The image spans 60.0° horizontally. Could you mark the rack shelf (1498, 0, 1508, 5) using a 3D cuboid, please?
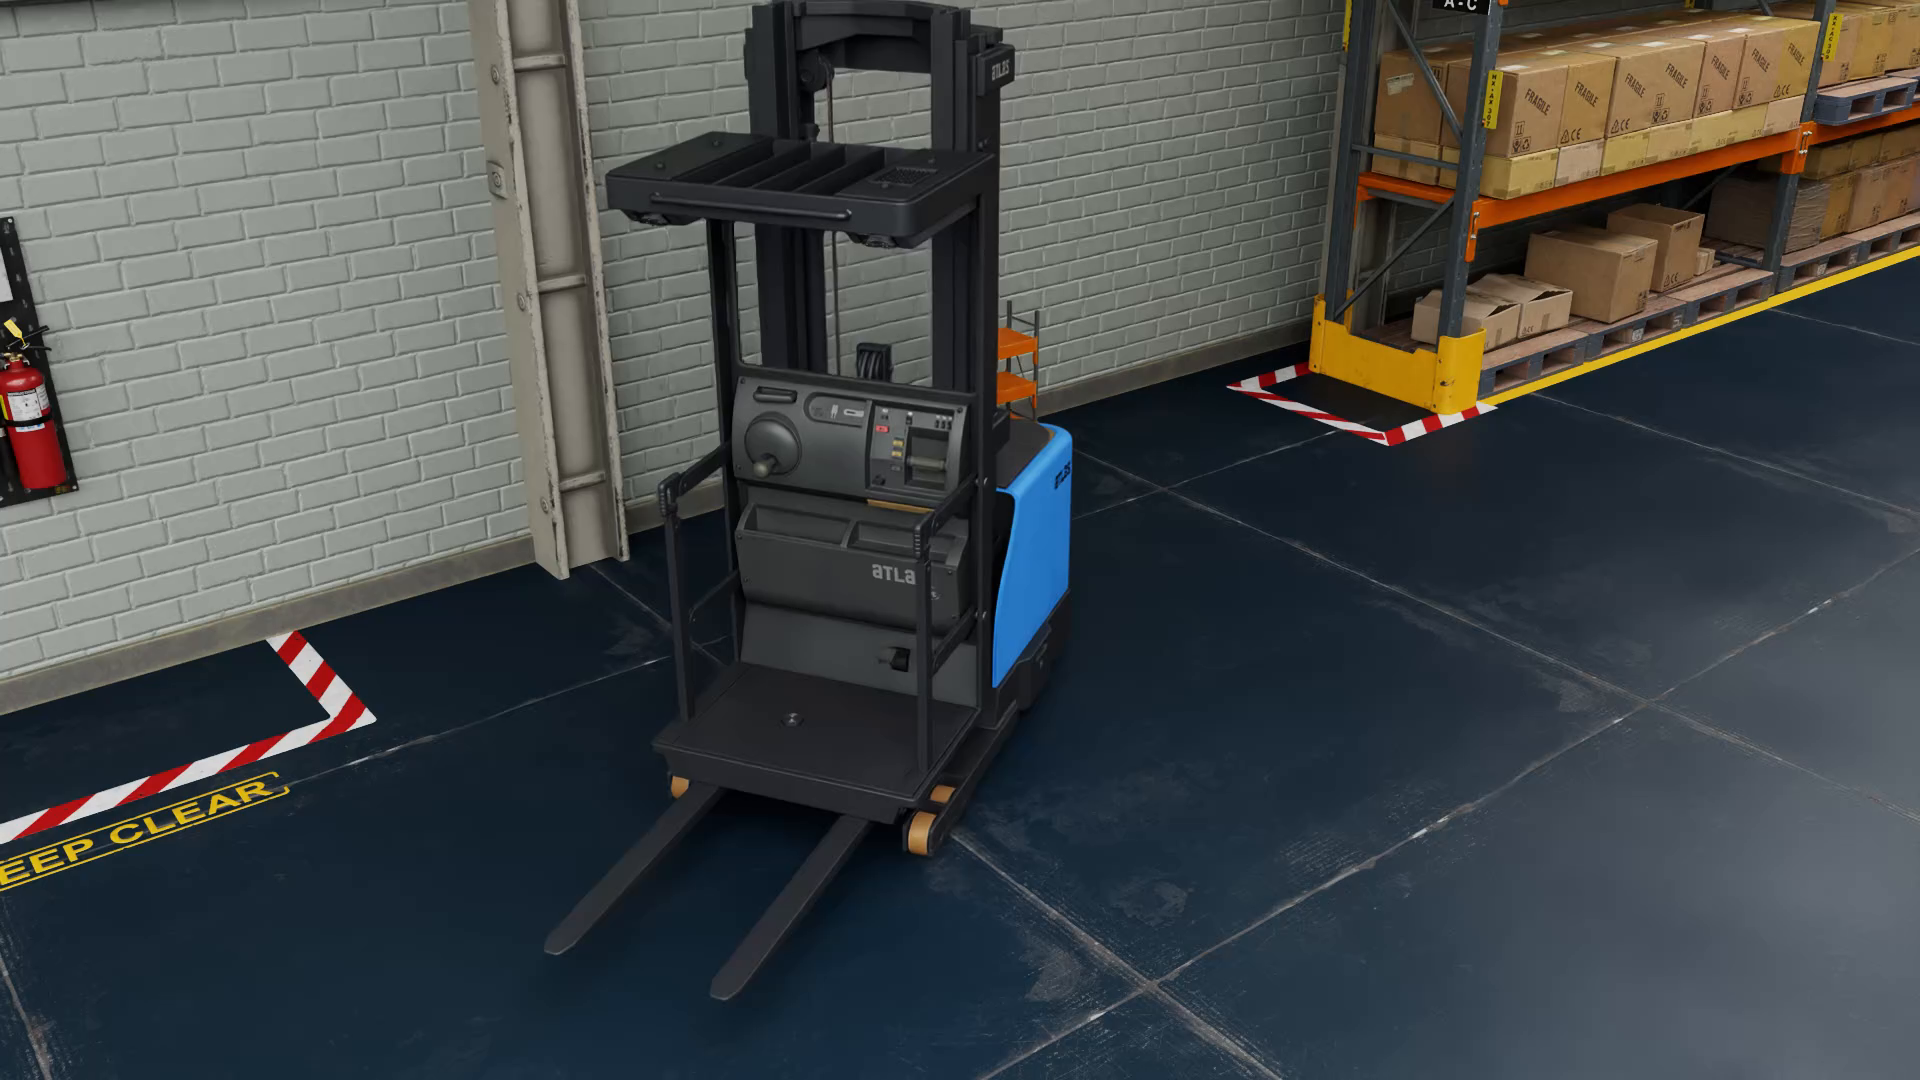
[{"bbox_3d":[4.337,-3.907,10.896,4.000,0.370,1.077,-18,31,-34],"label":"rack shelf"}]

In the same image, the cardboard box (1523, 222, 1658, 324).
[{"bbox_3d":[4.420,-1.890,11.707,0.500,0.500,0.700,-21,32,-37],"label":"cardboard box"}]

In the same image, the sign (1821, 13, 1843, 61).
[{"bbox_3d":[6.252,-3.607,11.930,0.005,0.325,0.100,-18,31,-34],"label":"sign"}]

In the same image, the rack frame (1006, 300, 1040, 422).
[{"bbox_3d":[0.322,-0.651,8.727,0.015,1.200,0.240,-18,31,-34],"label":"rack frame"}]

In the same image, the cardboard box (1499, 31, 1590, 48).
[{"bbox_3d":[3.810,-3.090,11.108,0.500,0.500,0.500,-19,31,-35],"label":"cardboard box"}]

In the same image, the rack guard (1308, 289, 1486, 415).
[{"bbox_3d":[2.823,-1.239,10.825,0.348,0.500,1.175,-18,31,-34],"label":"rack guard"}]

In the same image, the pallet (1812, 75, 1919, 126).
[{"bbox_3d":[6.602,-3.455,12.859,1.213,0.211,1.003,-18,31,-34],"label":"pallet"}]

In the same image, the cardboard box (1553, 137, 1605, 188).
[{"bbox_3d":[3.743,-2.455,10.631,0.500,0.250,0.500,-19,31,-36],"label":"cardboard box"}]

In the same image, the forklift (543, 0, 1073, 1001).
[{"bbox_3d":[-0.494,-0.347,6.016,1.130,2.935,3.031,9,26,19],"label":"forklift"}]

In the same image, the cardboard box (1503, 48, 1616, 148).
[{"bbox_3d":[3.720,-2.783,10.448,0.500,0.500,0.500,-18,30,-34],"label":"cardboard box"}]

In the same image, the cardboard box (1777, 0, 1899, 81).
[{"bbox_3d":[6.777,-3.900,12.950,0.500,0.500,0.700,-15,29,-29],"label":"cardboard box"}]

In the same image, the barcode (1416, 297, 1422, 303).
[{"bbox_3d":[3.131,-1.624,11.346,0.075,0.075,0.001,-18,31,-34],"label":"barcode"}]

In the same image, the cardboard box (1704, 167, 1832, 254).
[{"bbox_3d":[6.480,-2.654,13.353,0.500,0.500,0.700,-17,30,-32],"label":"cardboard box"}]

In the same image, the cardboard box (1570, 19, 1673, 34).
[{"bbox_3d":[4.607,-3.359,11.689,0.500,0.500,0.500,-17,30,-33],"label":"cardboard box"}]

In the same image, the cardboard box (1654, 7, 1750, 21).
[{"bbox_3d":[5.412,-3.620,12.251,0.500,0.500,0.500,-19,31,-35],"label":"cardboard box"}]

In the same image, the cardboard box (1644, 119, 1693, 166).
[{"bbox_3d":[4.547,-2.716,11.193,0.500,0.250,0.500,-18,30,-34],"label":"cardboard box"}]

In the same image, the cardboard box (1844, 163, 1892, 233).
[{"bbox_3d":[7.282,-2.924,13.934,0.500,0.500,0.700,-18,30,-33],"label":"cardboard box"}]

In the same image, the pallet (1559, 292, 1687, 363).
[{"bbox_3d":[4.444,-1.622,11.994,1.213,0.211,1.003,-18,31,-34],"label":"pallet"}]

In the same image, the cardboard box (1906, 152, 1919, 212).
[{"bbox_3d":[8.047,-3.197,14.522,0.500,0.500,0.700,-18,31,-34],"label":"cardboard box"}]

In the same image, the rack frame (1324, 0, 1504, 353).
[{"bbox_3d":[2.763,-2.353,10.256,0.127,3.000,1.000,-18,31,-34],"label":"rack frame"}]

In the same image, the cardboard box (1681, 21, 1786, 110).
[{"bbox_3d":[5.341,-3.316,11.596,0.500,0.500,0.500,-18,31,-34],"label":"cardboard box"}]

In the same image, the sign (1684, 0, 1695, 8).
[{"bbox_3d":[5.566,-4.100,12.645,0.005,0.325,0.100,-18,31,-34],"label":"sign"}]

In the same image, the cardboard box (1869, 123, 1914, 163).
[{"bbox_3d":[7.635,-3.370,14.004,0.500,0.250,0.500,-18,31,-34],"label":"cardboard box"}]

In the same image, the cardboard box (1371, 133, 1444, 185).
[{"bbox_3d":[3.012,-2.479,10.684,0.500,0.250,0.500,-18,30,-33],"label":"cardboard box"}]

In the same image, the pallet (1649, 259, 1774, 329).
[{"bbox_3d":[5.404,-1.941,12.681,1.213,0.211,1.003,-18,31,-34],"label":"pallet"}]

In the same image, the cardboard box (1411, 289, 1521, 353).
[{"bbox_3d":[3.363,-1.483,11.053,0.500,0.311,0.500,-23,33,-40],"label":"cardboard box"}]

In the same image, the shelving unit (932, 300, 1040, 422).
[{"bbox_3d":[0.130,-0.587,8.590,0.503,1.200,0.258,-18,31,-34],"label":"shelving unit"}]

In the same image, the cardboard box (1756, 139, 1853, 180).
[{"bbox_3d":[6.824,-3.110,13.444,0.500,0.250,0.500,-19,31,-35],"label":"cardboard box"}]

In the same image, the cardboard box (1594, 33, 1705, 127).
[{"bbox_3d":[4.529,-3.054,11.030,0.500,0.500,0.500,-17,30,-32],"label":"cardboard box"}]

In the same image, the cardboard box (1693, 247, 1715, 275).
[{"bbox_3d":[5.509,-2.157,12.678,0.380,0.166,0.250,22,33,39],"label":"cardboard box"}]

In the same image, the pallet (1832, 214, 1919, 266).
[{"bbox_3d":[7.484,-2.648,14.206,1.213,0.211,1.003,-18,31,-34],"label":"pallet"}]

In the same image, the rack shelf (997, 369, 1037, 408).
[{"bbox_3d":[0.130,-0.729,8.524,0.480,0.148,0.258,-18,31,-34],"label":"rack shelf"}]

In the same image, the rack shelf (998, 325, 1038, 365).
[{"bbox_3d":[0.130,-0.944,8.425,0.480,0.148,0.258,-18,31,-34],"label":"rack shelf"}]

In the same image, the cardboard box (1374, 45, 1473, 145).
[{"bbox_3d":[3.003,-2.827,10.541,0.500,0.500,0.500,-19,31,-35],"label":"cardboard box"}]

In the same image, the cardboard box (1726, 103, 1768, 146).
[{"bbox_3d":[5.328,-2.983,11.768,0.500,0.250,0.500,-18,30,-34],"label":"cardboard box"}]

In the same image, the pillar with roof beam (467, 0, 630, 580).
[{"bbox_3d":[0.715,-2.558,3.571,0.400,9.000,9.100,-18,31,-34],"label":"pillar with roof beam"}]
